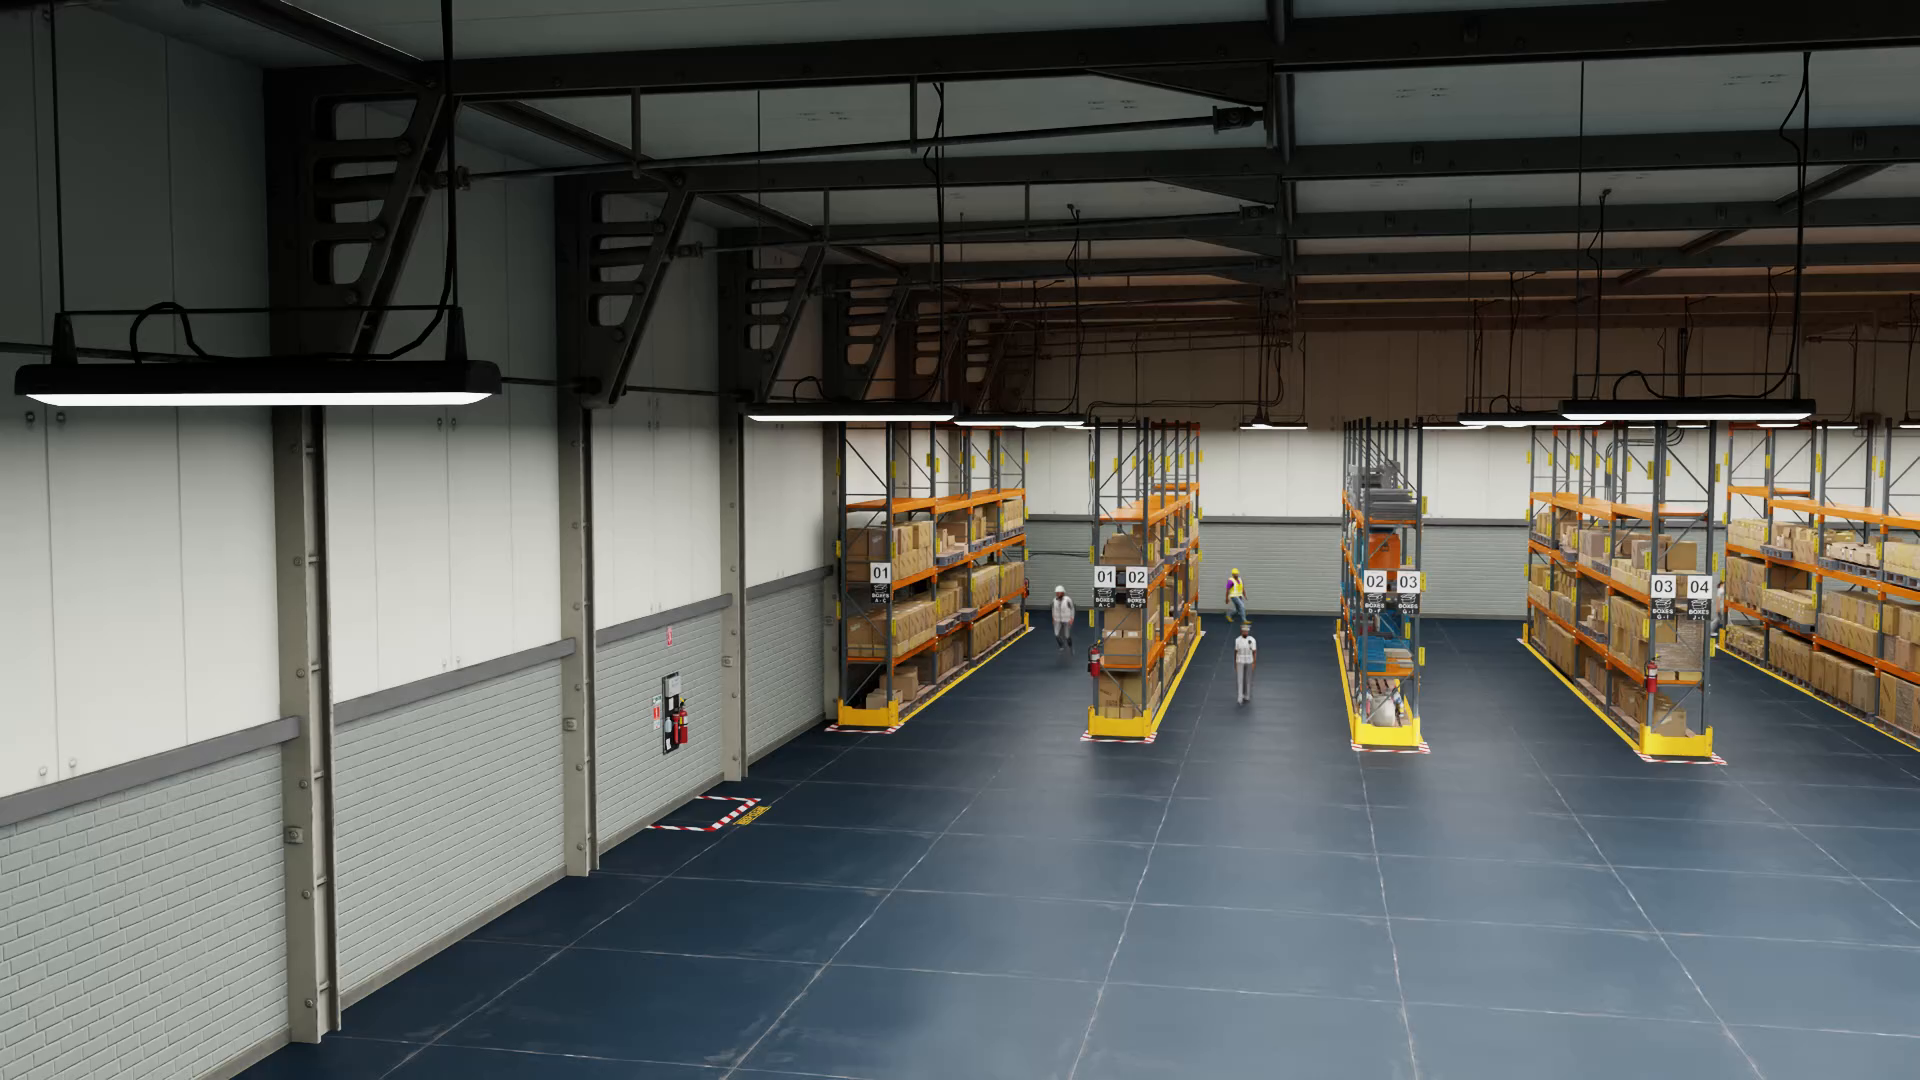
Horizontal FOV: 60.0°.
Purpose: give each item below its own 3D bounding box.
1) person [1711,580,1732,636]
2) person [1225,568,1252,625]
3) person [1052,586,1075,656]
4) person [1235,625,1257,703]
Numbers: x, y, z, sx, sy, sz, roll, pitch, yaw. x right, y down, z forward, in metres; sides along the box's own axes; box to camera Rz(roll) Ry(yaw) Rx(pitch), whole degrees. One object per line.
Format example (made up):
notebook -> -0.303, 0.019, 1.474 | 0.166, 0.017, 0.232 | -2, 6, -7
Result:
person -> 21.295, 1.895, 46.322 | 0.951, 1.629, 0.460 | 3, 5, 38
person -> 8.287, 1.679, 49.621 | 0.563, 1.658, 1.076 | -3, 5, -42
person -> 2.565, 2.015, 41.391 | 0.612, 1.761, 0.631 | 1, 4, 21
person -> 6.041, 2.603, 35.136 | 0.458, 1.640, 0.932 | 1, 4, 8
